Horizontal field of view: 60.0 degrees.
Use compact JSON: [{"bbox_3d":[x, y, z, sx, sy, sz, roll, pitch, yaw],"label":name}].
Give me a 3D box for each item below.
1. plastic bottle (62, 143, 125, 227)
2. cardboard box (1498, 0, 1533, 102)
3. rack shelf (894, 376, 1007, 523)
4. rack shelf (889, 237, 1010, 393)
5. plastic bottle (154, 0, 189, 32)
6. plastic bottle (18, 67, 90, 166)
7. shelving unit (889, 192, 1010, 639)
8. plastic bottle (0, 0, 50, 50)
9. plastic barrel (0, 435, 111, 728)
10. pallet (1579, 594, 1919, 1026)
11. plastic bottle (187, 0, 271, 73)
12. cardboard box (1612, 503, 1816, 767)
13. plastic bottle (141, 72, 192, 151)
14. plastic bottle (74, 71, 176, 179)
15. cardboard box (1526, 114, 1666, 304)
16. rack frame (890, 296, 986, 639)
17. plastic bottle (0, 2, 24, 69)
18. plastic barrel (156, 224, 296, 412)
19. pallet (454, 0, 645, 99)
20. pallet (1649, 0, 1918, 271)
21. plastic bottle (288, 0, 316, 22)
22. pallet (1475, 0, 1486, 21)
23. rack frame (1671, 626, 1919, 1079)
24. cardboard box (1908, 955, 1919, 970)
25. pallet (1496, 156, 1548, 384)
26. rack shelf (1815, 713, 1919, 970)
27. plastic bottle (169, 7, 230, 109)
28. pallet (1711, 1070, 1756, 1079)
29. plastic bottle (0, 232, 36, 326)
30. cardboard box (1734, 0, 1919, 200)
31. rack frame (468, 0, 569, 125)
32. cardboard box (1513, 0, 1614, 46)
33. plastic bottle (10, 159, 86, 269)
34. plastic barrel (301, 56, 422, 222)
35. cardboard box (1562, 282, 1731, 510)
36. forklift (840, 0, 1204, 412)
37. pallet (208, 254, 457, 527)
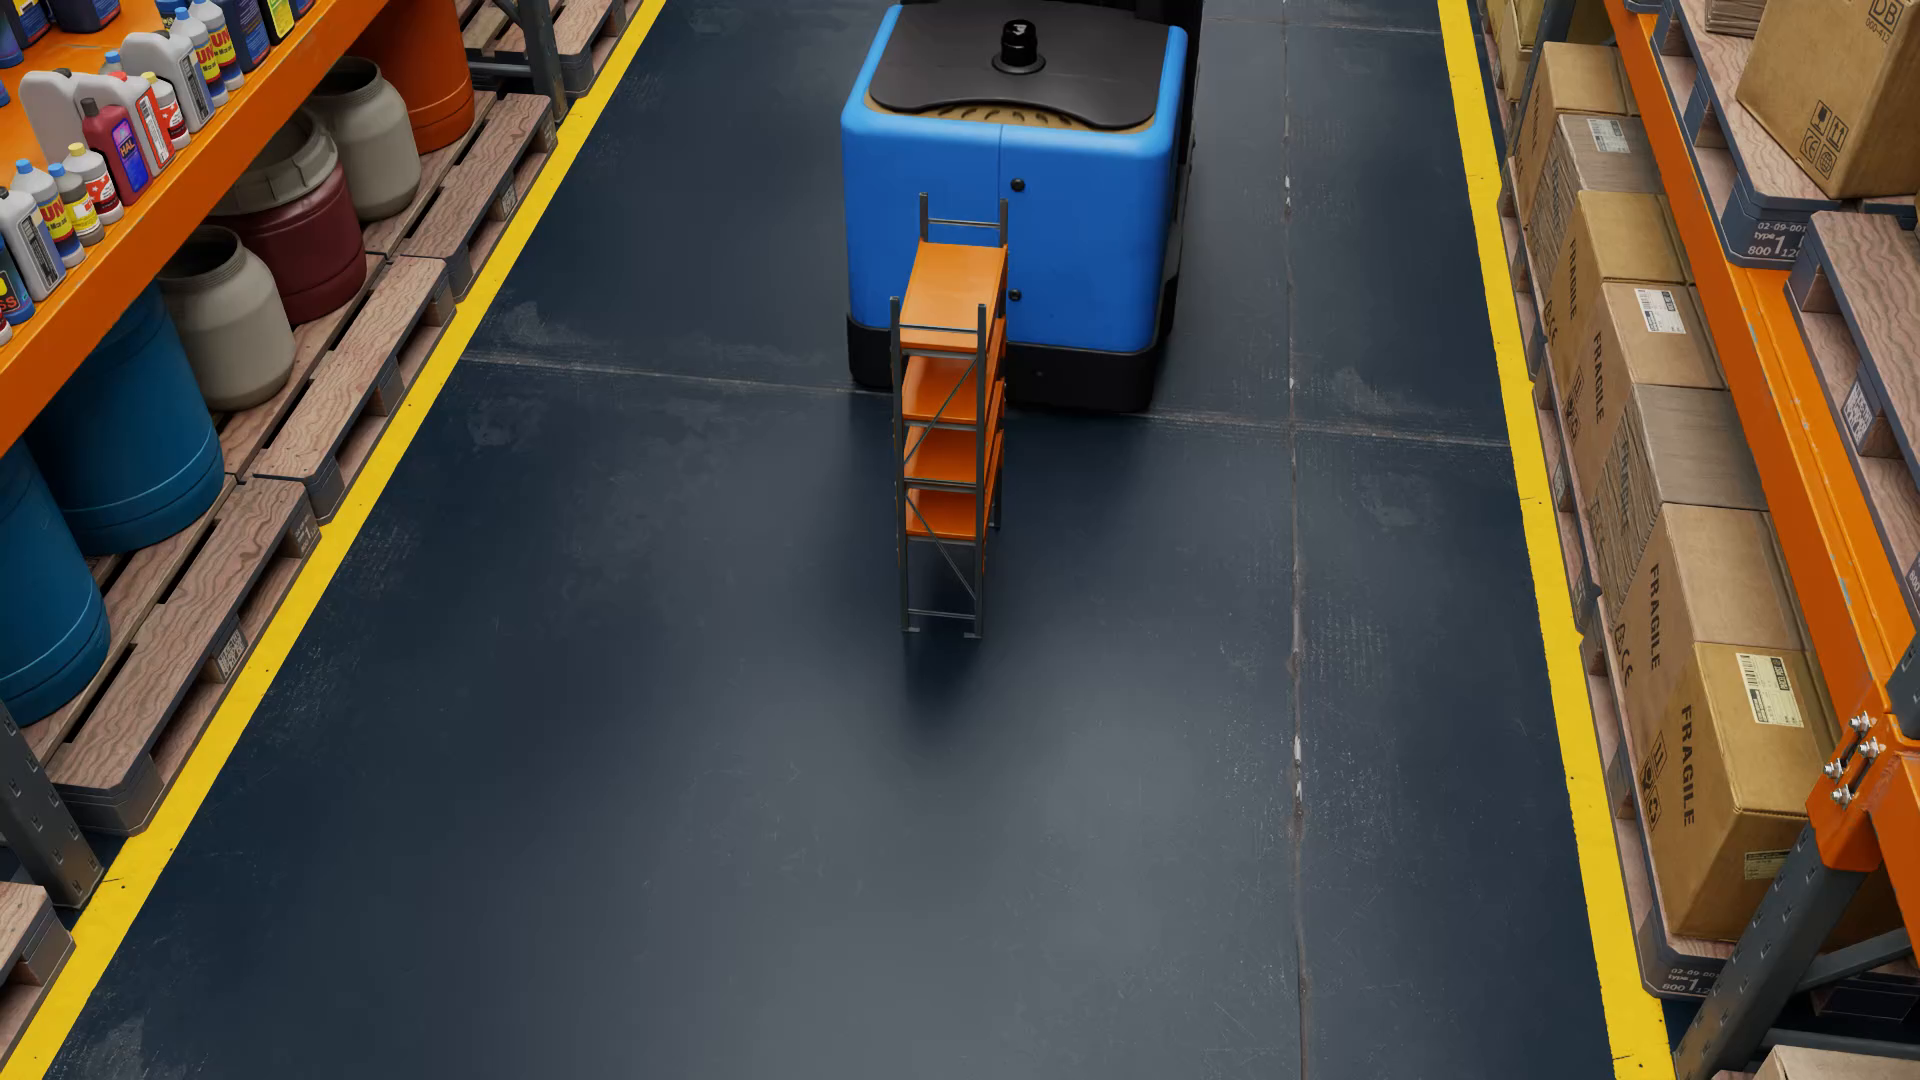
[{"bbox_3d":[-2.175,-0.895,4.158,0.097,0.201,0.097,0,43,0],"label":"plastic bottle"},{"bbox_3d":[2.536,-2.036,6.913,0.500,0.250,0.500,6,44,7],"label":"cardboard box"},{"bbox_3d":[-0.022,-0.274,4.765,0.258,0.148,0.480,5,44,6],"label":"rack shelf"},{"bbox_3d":[-0.022,-0.608,4.448,0.258,0.148,0.480,5,44,6],"label":"rack shelf"},{"bbox_3d":[-2.213,-1.474,4.718,0.097,0.271,0.097,0,43,0],"label":"plastic bottle"},{"bbox_3d":[-2.320,-1.109,4.330,0.152,0.276,0.135,5,44,6],"label":"plastic bottle"},{"bbox_3d":[-0.022,-0.323,4.718,0.258,1.200,0.503,5,44,6],"label":"shelving unit"},{"bbox_3d":[-2.787,-1.617,4.812,0.144,0.351,0.185,5,44,6],"label":"plastic bottle"},{"bbox_3d":[-2.641,0.012,4.276,0.600,0.901,0.708,5,44,6],"label":"plastic barrel"},{"bbox_3d":[2.249,0.680,4.379,1.003,0.211,1.213,5,44,6],"label":"pallet"},{"bbox_3d":[-2.087,-1.521,4.711,0.144,0.351,0.185,5,44,6],"label":"plastic bottle"},{"bbox_3d":[2.034,0.274,4.277,0.500,0.500,0.500,5,44,6],"label":"cardboard box"},{"bbox_3d":[-2.126,-1.144,4.421,0.097,0.201,0.097,0,43,0],"label":"plastic bottle"},{"bbox_3d":[-2.169,-1.095,4.315,0.152,0.276,0.135,5,44,6],"label":"plastic bottle"},{"bbox_3d":[2.301,-1.112,5.741,0.500,0.500,0.500,4,44,4],"label":"cardboard box"},{"bbox_3d":[-0.054,-0.157,4.543,0.240,1.200,0.015,5,44,6],"label":"rack frame"},{"bbox_3d":[-2.769,-1.489,4.734,0.097,0.271,0.097,0,43,0],"label":"plastic bottle"},{"bbox_3d":[-2.384,-0.706,5.318,0.421,0.512,0.421,0,43,0],"label":"plastic barrel"},{"bbox_3d":[-2.060,-2.466,7.701,1.003,0.211,1.213,5,44,6],"label":"pallet"},{"bbox_3d":[2.456,-1.106,4.376,1.003,0.211,1.213,5,44,6],"label":"pallet"},{"bbox_3d":[-2.045,-1.738,4.940,0.144,0.351,0.185,5,44,6],"label":"plastic bottle"},{"bbox_3d":[3.019,-2.875,8.133,1.003,0.211,1.213,5,44,6],"label":"pallet"},{"bbox_3d":[2.179,0.225,2.831,1.000,3.000,0.127,5,44,6],"label":"rack frame"},{"bbox_3d":[2.485,0.665,3.864,0.500,0.500,0.500,3,44,4],"label":"cardboard box"},{"bbox_3d":[2.572,-0.983,6.135,1.003,0.211,1.213,5,44,6],"label":"pallet"},{"bbox_3d":[1.915,1.849,1.639,1.077,0.370,4.000,5,44,6],"label":"rack shelf"},{"bbox_3d":[-2.096,-1.328,4.564,0.097,0.271,0.097,0,43,0],"label":"plastic bottle"},{"bbox_3d":[2.088,1.705,3.296,1.003,0.211,1.213,5,44,6],"label":"pallet"},{"bbox_3d":[-2.231,-0.630,3.827,0.097,0.271,0.097,0,43,0],"label":"plastic bottle"},{"bbox_3d":[2.352,-1.174,3.930,0.700,0.500,0.500,-5,44,-5],"label":"cardboard box"},{"bbox_3d":[-2.201,-2.954,6.188,1.000,3.000,0.127,5,44,6],"label":"rack frame"},{"bbox_3d":[2.533,-2.238,6.719,0.500,0.311,0.500,6,44,7],"label":"cardboard box"},{"bbox_3d":[-2.200,-0.788,3.994,0.097,0.271,0.097,0,43,0],"label":"plastic bottle"},{"bbox_3d":[-2.235,-1.475,6.131,0.421,0.512,0.421,0,43,0],"label":"plastic barrel"},{"bbox_3d":[2.166,-0.414,5.004,0.500,0.500,0.500,4,44,4],"label":"cardboard box"},{"bbox_3d":[0.371,-2.518,5.778,1.130,2.935,3.031,7,44,7],"label":"forklift"},{"bbox_3d":[-2.428,-0.571,5.700,1.003,0.211,1.213,5,44,6],"label":"pallet"}]
